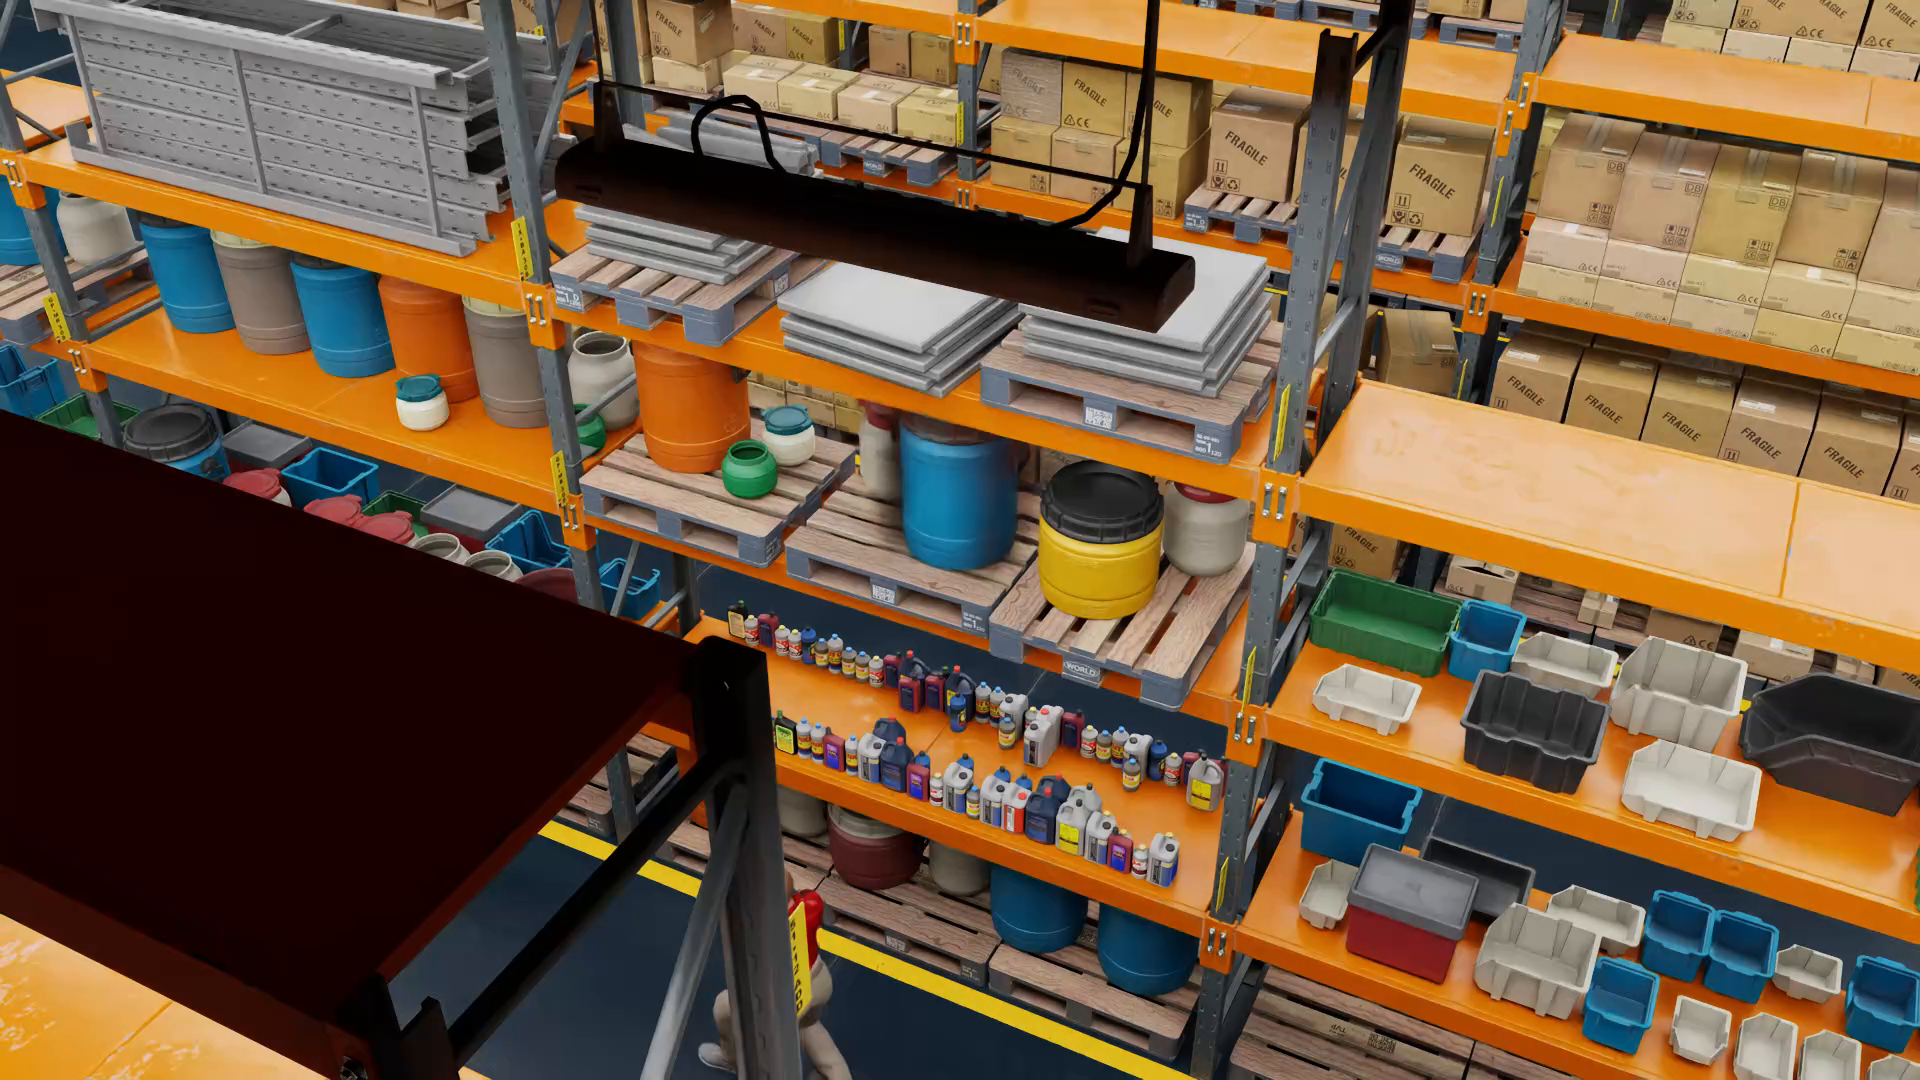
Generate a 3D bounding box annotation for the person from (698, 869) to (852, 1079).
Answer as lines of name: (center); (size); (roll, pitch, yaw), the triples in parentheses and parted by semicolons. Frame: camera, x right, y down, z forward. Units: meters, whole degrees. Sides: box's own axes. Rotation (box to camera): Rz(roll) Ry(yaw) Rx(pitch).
person: (-0.962, 2.282, 8.752); (0.935, 1.589, 0.553); (26, 42, 32)
